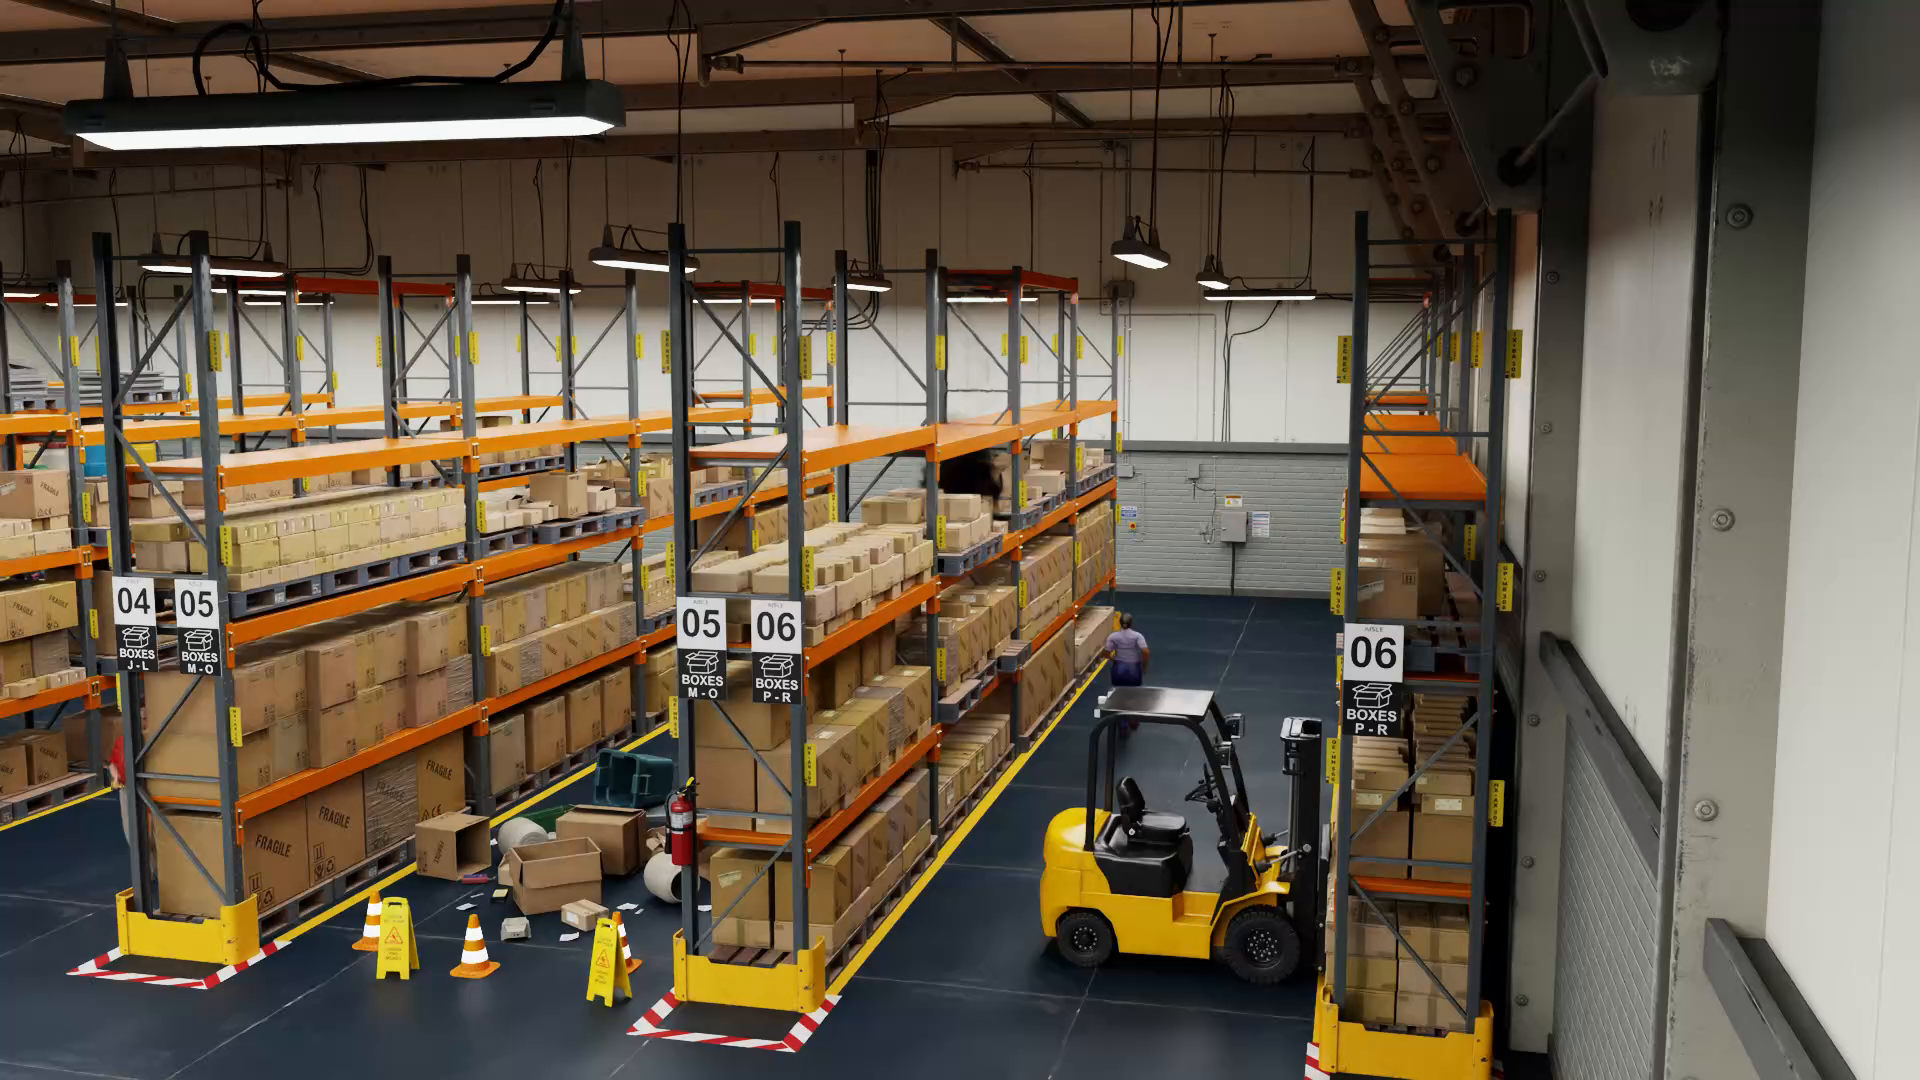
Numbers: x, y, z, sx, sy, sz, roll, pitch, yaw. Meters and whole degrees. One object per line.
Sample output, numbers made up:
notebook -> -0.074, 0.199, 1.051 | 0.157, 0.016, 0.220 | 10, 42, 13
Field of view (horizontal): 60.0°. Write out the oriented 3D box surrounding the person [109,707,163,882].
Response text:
person -> -7.710, 2.423, 15.654 | 0.651, 1.688, 0.607 | 1, 7, 4

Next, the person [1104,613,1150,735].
person -> 2.184, 1.738, 21.705 | 0.602, 1.593, 0.540 | 1, 7, 10
